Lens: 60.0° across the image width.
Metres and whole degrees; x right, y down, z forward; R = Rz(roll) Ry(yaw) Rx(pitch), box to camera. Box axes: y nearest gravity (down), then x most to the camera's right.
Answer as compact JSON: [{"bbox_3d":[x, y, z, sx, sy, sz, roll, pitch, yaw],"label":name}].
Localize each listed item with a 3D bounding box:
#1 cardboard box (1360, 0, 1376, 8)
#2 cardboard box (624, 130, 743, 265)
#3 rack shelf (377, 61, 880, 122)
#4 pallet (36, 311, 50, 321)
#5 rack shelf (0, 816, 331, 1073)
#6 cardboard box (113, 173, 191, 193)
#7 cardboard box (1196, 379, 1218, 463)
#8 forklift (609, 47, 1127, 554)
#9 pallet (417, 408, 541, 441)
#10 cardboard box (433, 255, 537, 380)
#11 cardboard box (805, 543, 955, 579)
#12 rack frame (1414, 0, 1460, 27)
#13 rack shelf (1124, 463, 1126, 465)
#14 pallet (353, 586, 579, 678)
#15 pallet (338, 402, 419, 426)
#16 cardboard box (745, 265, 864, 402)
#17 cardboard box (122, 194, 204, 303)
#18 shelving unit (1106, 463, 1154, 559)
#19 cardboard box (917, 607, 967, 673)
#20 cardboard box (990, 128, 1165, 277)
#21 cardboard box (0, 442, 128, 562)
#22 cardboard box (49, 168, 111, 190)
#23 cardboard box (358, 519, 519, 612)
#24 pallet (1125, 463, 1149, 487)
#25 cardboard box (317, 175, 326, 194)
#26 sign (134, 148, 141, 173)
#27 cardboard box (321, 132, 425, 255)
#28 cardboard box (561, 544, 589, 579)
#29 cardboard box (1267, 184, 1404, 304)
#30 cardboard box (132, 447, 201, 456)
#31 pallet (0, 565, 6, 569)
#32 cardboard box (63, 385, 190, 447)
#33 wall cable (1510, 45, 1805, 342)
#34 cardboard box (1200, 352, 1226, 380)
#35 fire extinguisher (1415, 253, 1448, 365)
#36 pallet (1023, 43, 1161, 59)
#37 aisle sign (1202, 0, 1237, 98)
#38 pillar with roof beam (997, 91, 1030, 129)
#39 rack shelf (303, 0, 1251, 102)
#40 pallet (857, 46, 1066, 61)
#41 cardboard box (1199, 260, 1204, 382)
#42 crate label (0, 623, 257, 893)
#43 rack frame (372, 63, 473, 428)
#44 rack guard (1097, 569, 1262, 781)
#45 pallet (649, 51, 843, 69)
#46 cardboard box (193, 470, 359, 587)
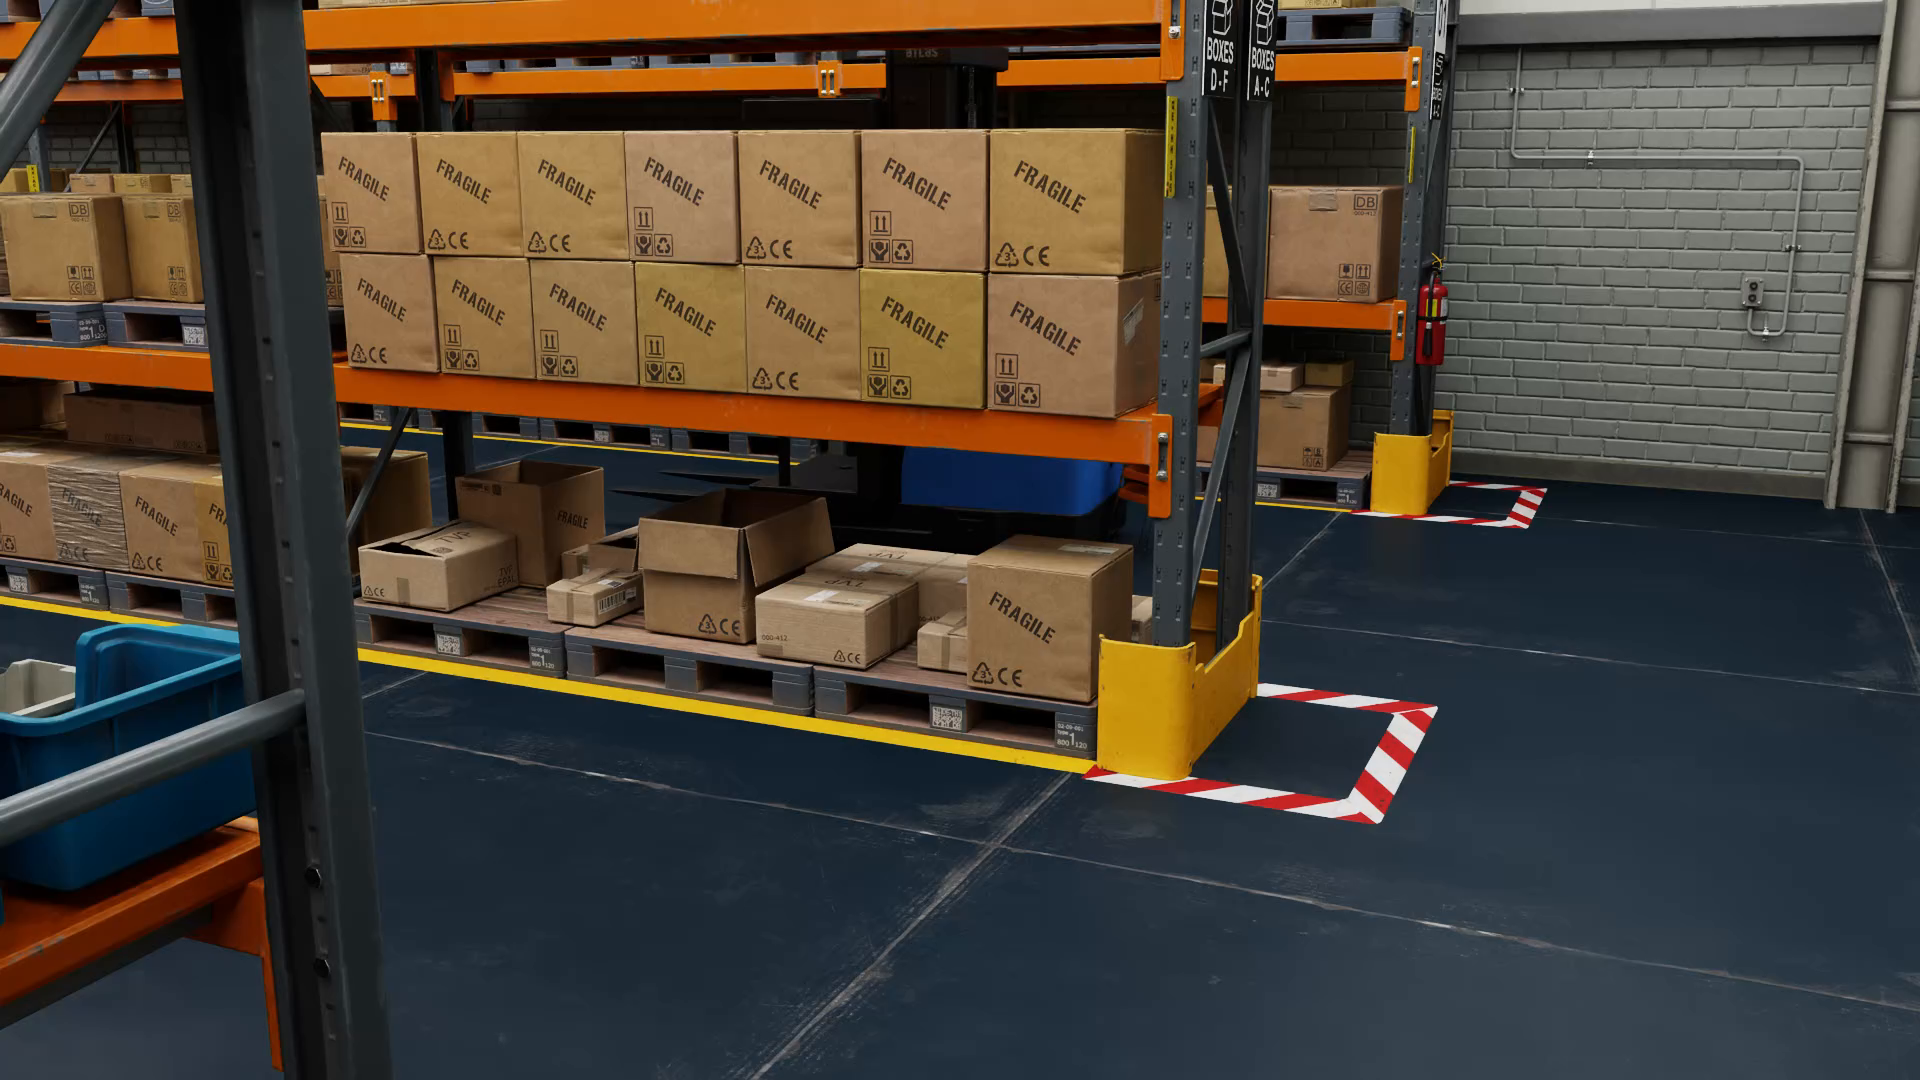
[{"bbox_3d":[2.386,-3.507,10.757,0.500,0.250,0.500,7,15,26],"label":"cardboard box"},{"bbox_3d":[-0.975,-1.373,6.631,0.500,0.500,0.500,6,15,25],"label":"cardboard box"},{"bbox_3d":[-2.532,-3.413,12.741,4.000,0.370,1.077,6,14,23],"label":"rack shelf"},{"bbox_3d":[-5.716,-1.311,9.196,1.003,0.211,1.213,6,14,23],"label":"pallet"},{"bbox_3d":[-2.888,0.487,2.688,4.000,0.370,1.077,6,14,23],"label":"rack shelf"},{"bbox_3d":[-7.058,-3.013,14.848,0.500,0.500,0.700,7,15,29],"label":"cardboard box"},{"bbox_3d":[1.816,-0.825,11.257,0.500,0.500,0.700,6,14,23],"label":"cardboard box"},{"bbox_3d":[-0.588,-1.473,9.618,3.031,2.935,1.130,5,14,19],"label":"forklift"},{"bbox_3d":[-3.670,-1.041,13.731,1.213,0.211,1.003,6,14,23],"label":"pallet"},{"bbox_3d":[-1.882,-0.980,7.148,0.500,0.500,0.500,6,15,24],"label":"cardboard box"},{"bbox_3d":[-0.346,0.210,7.350,0.500,0.250,0.500,6,14,23],"label":"cardboard box"},{"bbox_3d":[2.954,-4.668,9.950,0.127,3.000,1.000,6,14,23],"label":"rack frame"},{"bbox_3d":[1.044,-0.467,9.277,0.180,0.103,0.258,16,18,16],"label":"rack shelf"},{"bbox_3d":[-2.079,0.339,7.849,1.213,0.211,1.003,6,14,23],"label":"pallet"},{"bbox_3d":[-5.075,-1.203,14.418,1.213,0.211,1.003,6,14,23],"label":"pallet"},{"bbox_3d":[-0.499,-0.840,6.551,0.500,0.500,0.500,6,14,24],"label":"cardboard box"},{"bbox_3d":[-3.704,-1.477,8.343,0.500,0.500,0.700,8,16,32],"label":"cardboard box"},{"bbox_3d":[1.052,-0.509,9.264,0.189,1.200,0.258,16,18,16],"label":"shelving unit"},{"bbox_3d":[0.020,0.398,6.733,0.250,0.166,0.380,6,14,23],"label":"cardboard box"},{"bbox_3d":[0.432,-1.232,6.030,0.500,0.500,0.500,6,14,23],"label":"cardboard box"},{"bbox_3d":[-4.647,-0.206,8.576,0.500,0.500,0.500,5,14,21],"label":"cardboard box"},{"bbox_3d":[-8.363,-3.247,15.668,0.500,0.500,0.500,5,14,22],"label":"cardboard box"},{"bbox_3d":[-2.410,0.096,7.701,0.500,0.311,0.500,6,14,23],"label":"cardboard box"},{"bbox_3d":[1.079,-0.561,11.682,1.213,0.211,1.003,6,14,23],"label":"pallet"},{"bbox_3d":[-5.317,-2.838,14.101,0.500,0.500,0.700,4,14,18],"label":"cardboard box"},{"bbox_3d":[-7.796,-3.538,15.731,0.005,0.325,0.100,6,14,23],"label":"sign"},{"bbox_3d":[-2.390,-1.516,7.240,0.500,0.500,0.500,6,15,25],"label":"cardboard box"},{"bbox_3d":[-1.704,0.107,8.011,0.250,0.149,0.380,6,14,23],"label":"cardboard box"},{"bbox_3d":[2.483,-1.939,10.794,0.700,0.700,0.980,7,15,26],"label":"cardboard box"},{"bbox_3d":[-3.996,-0.270,8.849,0.500,0.500,0.500,6,14,24],"label":"cardboard box"},{"bbox_3d":[-5.697,-0.018,9.370,1.213,0.211,1.003,6,14,23],"label":"pallet"},{"bbox_3d":[-4.423,-0.679,8.951,0.500,0.250,0.500,5,14,22],"label":"cardboard box"},{"bbox_3d":[4.507,-2.321,10.857,1.851,1.984,0.084,6,14,23],"label":"wall cable"},{"bbox_3d":[1.776,-1.195,11.413,0.250,0.149,0.380,6,14,24],"label":"cardboard box"},{"bbox_3d":[2.905,-1.418,10.217,0.183,0.674,0.296,6,14,23],"label":"fire extinguisher"},{"bbox_3d":[1.152,-3.344,11.066,1.213,0.211,1.003,6,14,23],"label":"pallet"},{"bbox_3d":[0.889,-1.908,5.628,0.004,0.787,0.394,6,14,23],"label":"aisle sign"},{"bbox_3d":[-1.457,-4.255,8.190,0.400,9.000,9.100,6,14,23],"label":"pillar with roof beam"},{"bbox_3d":[-0.878,-2.008,6.753,4.000,0.370,1.077,6,14,23],"label":"rack shelf"},{"bbox_3d":[0.040,-3.457,11.548,1.213,0.211,1.003,6,14,23],"label":"pallet"},{"bbox_3d":[0.652,-0.857,6.623,0.500,0.500,0.500,6,15,24],"label":"cardboard box"},{"bbox_3d":[-1.152,0.283,2.220,0.303,0.233,0.416,6,14,23],"label":"crate label"},{"bbox_3d":[-4.361,-2.488,13.790,0.127,3.000,1.000,6,14,23],"label":"rack frame"},{"bbox_3d":[0.881,0.498,6.540,0.348,0.500,1.175,6,14,23],"label":"rack guard"},{"bbox_3d":[-1.562,-3.559,12.210,1.217,0.209,0.805,5,14,21],"label":"pallet"},{"bbox_3d":[-3.274,-0.066,7.977,0.500,0.500,0.500,6,14,23],"label":"cardboard box"}]
